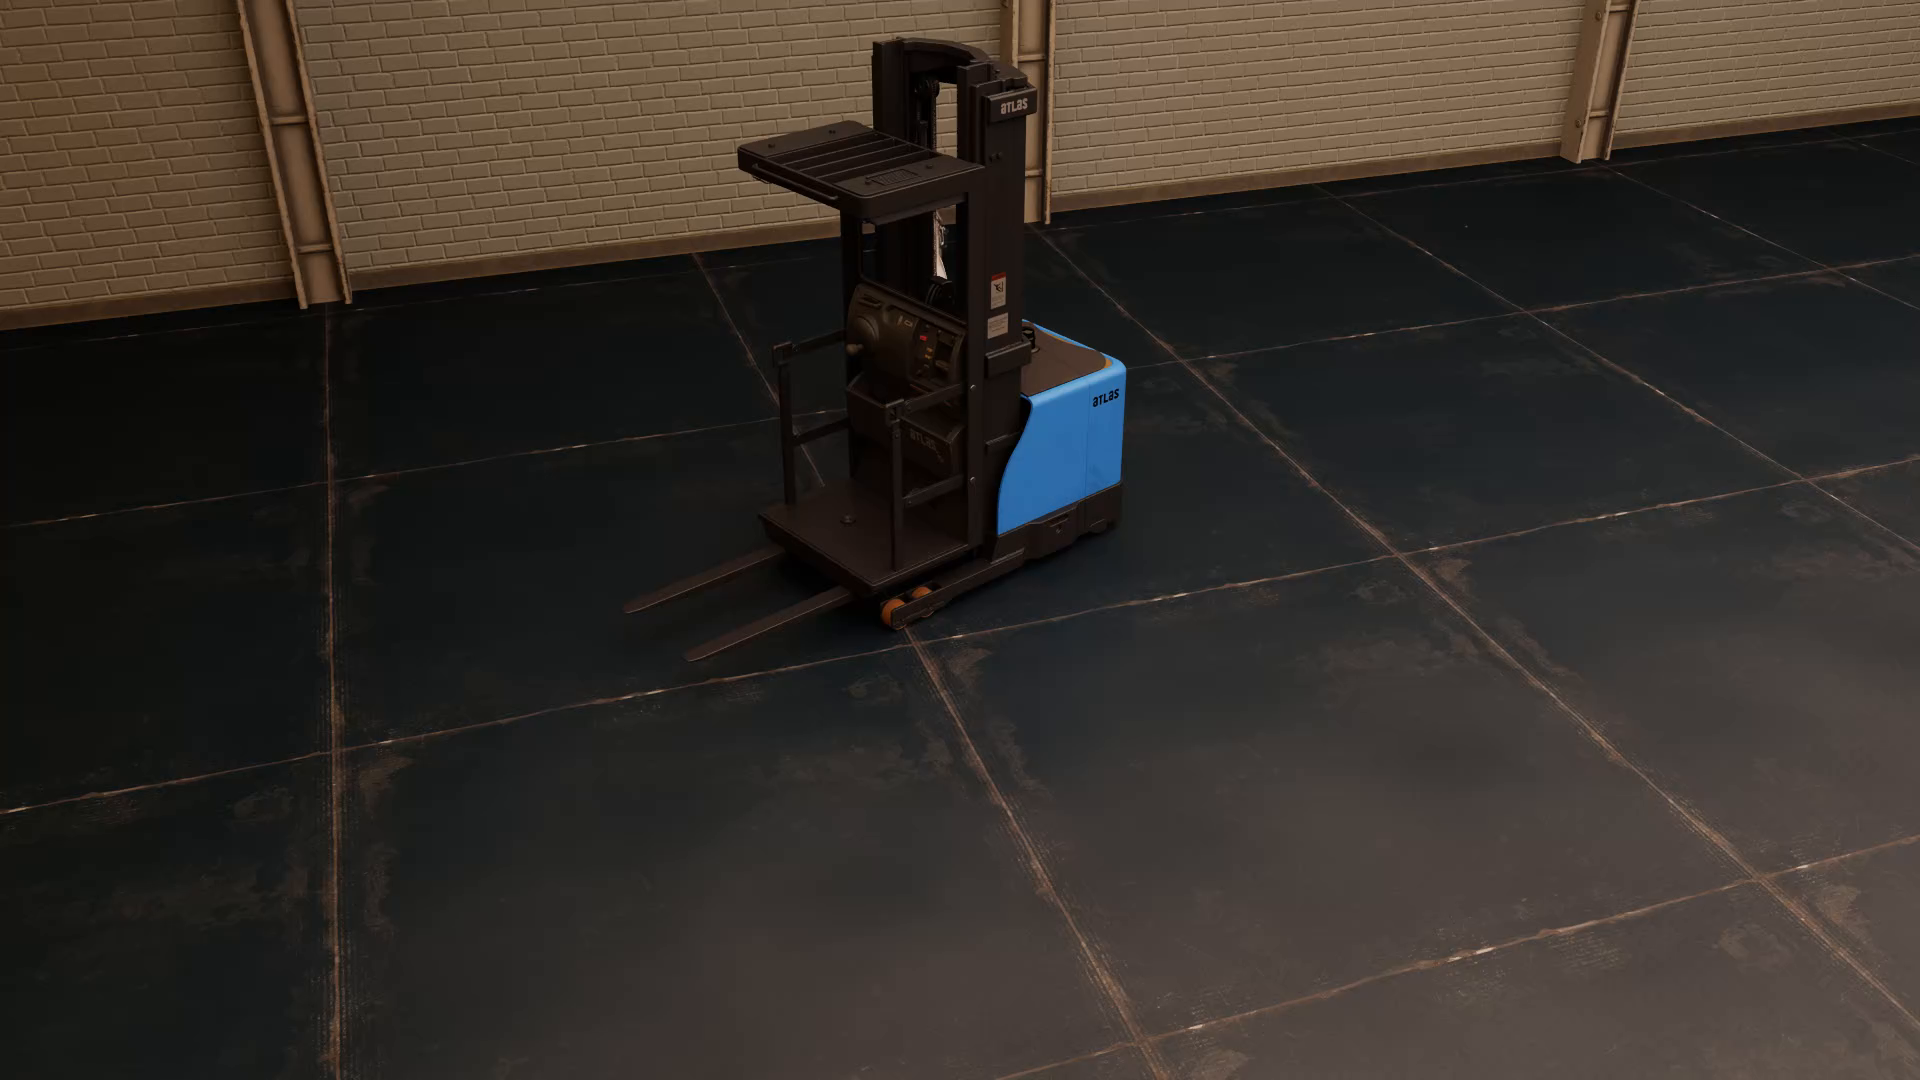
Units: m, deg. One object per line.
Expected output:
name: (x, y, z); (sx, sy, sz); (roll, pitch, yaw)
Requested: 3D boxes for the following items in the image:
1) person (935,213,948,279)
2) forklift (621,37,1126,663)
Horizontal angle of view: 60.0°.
person: (-0.127, -1.647, 11.091); (0.578, 1.779, 0.698); (-2, 30, -3)
forklift: (-0.461, -1.072, 8.951); (3.031, 2.935, 1.130); (-23, 37, -34)
